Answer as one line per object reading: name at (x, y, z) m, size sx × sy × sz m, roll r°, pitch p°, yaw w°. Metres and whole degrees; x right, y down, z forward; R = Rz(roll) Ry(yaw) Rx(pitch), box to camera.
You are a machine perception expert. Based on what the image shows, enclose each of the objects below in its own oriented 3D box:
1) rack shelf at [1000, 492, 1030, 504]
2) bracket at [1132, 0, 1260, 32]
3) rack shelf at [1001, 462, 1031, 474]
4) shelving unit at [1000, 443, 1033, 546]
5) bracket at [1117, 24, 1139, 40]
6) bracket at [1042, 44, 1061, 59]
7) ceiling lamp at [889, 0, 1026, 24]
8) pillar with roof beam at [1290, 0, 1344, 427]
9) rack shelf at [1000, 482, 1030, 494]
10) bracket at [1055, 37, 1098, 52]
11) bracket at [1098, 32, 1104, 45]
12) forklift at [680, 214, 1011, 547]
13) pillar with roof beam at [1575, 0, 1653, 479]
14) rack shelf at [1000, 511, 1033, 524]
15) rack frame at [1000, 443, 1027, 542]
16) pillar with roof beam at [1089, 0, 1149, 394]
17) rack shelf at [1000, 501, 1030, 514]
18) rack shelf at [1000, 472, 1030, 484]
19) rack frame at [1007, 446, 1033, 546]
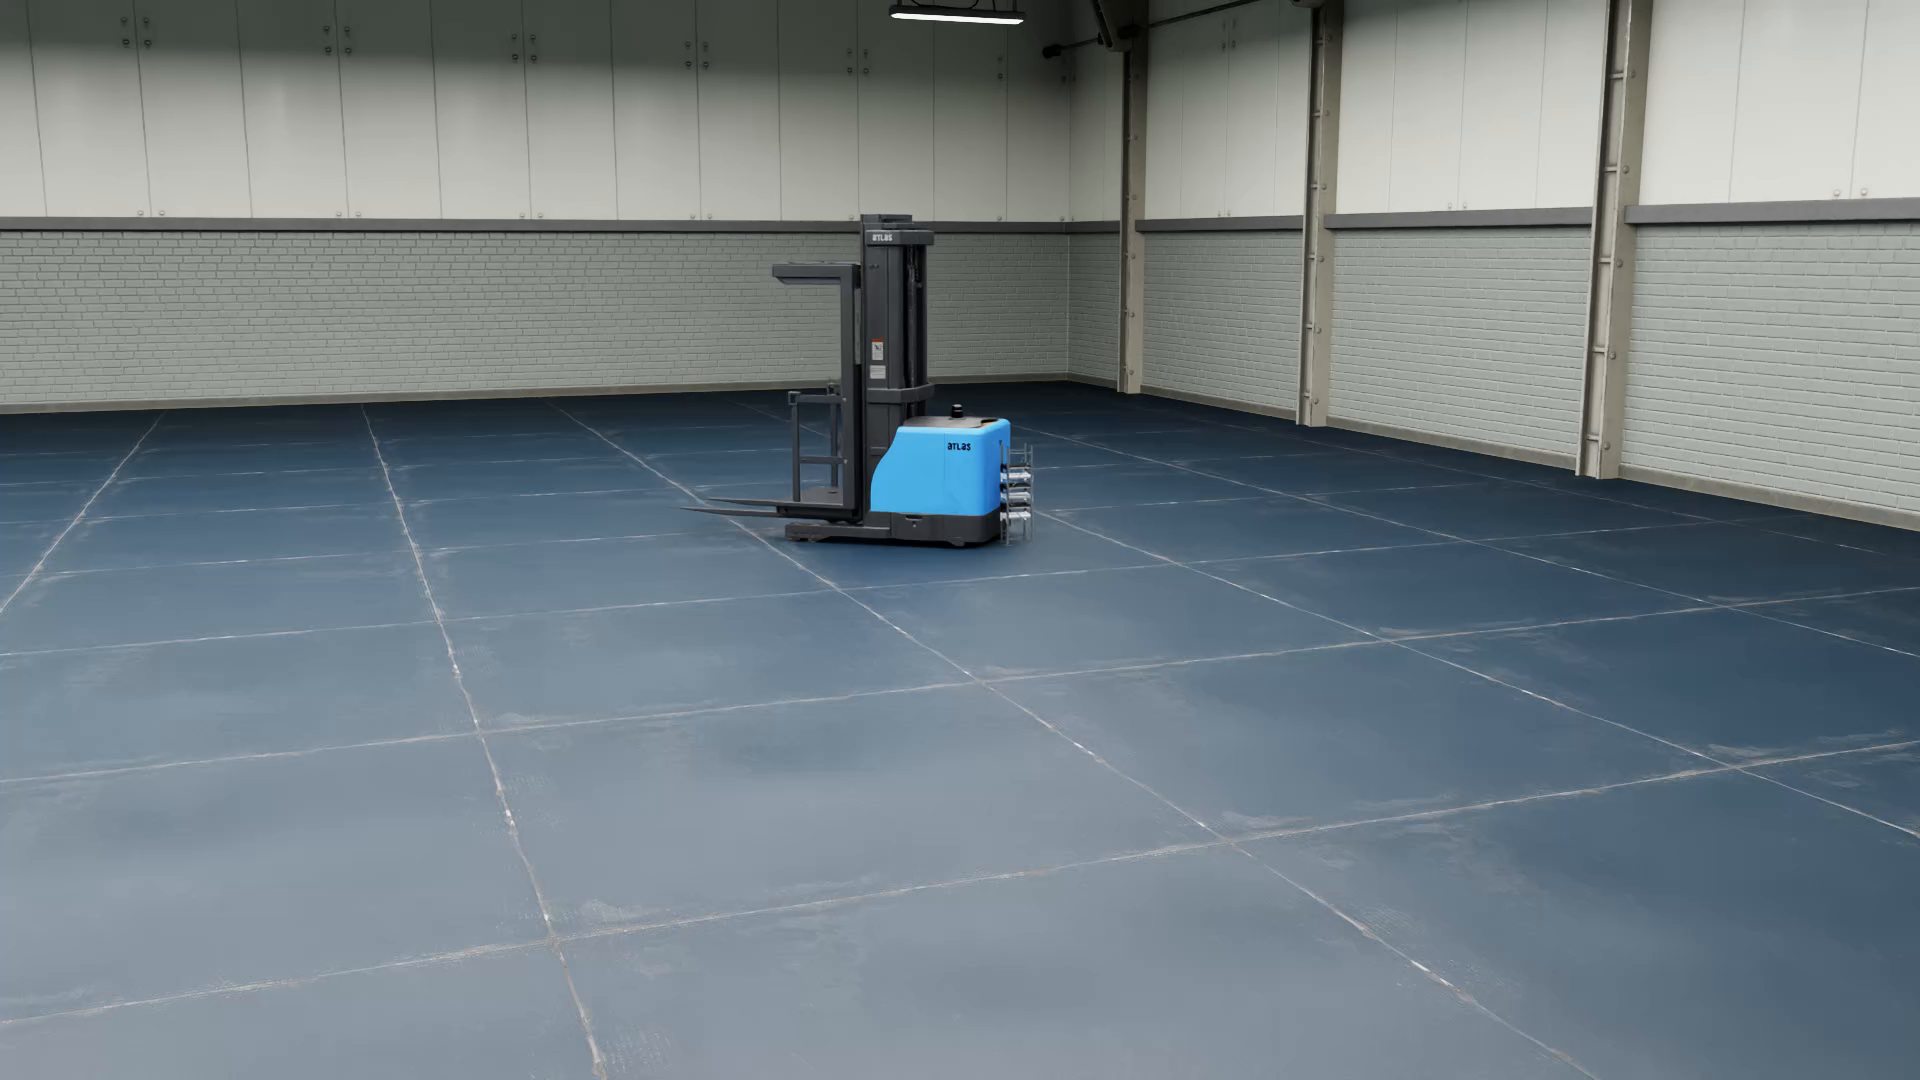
rack shelf at (0.510, -0.379, 15.002) m, size 0.258 × 0.077 × 0.200 m, roll -3°, pitch 10°, yaw -14°
bracket at (3.856, -8.395, 26.472) m, size 0.076 × 0.066 × 4.783 m, roll -4°, pitch 11°, yaw -21°
rack shelf at (0.510, -0.645, 14.955) m, size 0.258 × 0.077 × 0.200 m, roll -3°, pitch 10°, yaw -14°
shelving unit at (0.510, -0.412, 14.996) m, size 0.258 × 0.900 × 0.210 m, roll -3°, pitch 10°, yaw -14°
bracket at (2.922, -8.816, 28.836) m, size 0.235 × 0.232 × 0.430 m, roll -4°, pitch 11°, yaw -21°
bracket at (1.762, -9.338, 31.772) m, size 0.235 × 0.232 × 0.430 m, roll -4°, pitch 11°, yaw -21°
ceiling lamp at (-0.121, -9.062, 23.832) m, size 2.000 × 3.185 × 0.800 m, roll -4°, pitch 11°, yaw -21°
pillar with roof beam at (1.264, -5.881, 22.617) m, size 9.100 × 9.000 × 0.548 m, roll -4°, pitch 11°, yaw -21°
rack shelf at (0.510, -0.468, 14.986) m, size 0.258 × 0.077 × 0.200 m, roll -3°, pitch 10°, yaw -14°
bracket at (1.976, -9.241, 31.230) m, size 0.076 × 0.066 × 3.189 m, roll -4°, pitch 11°, yaw -21°
bracket at (2.621, -8.951, 29.597) m, size 0.235 × 0.232 × 0.430 m, roll -4°, pitch 11°, yaw -21°
forklift at (-1.097, -1.507, 15.353) m, size 3.031 × 2.935 × 1.130 m, roll 3°, pitch 10°, yaw 16°
pillar with roof beam at (3.439, -4.902, 17.111) m, size 9.100 × 9.000 × 0.400 m, roll -4°, pitch 11°, yaw -21°
rack shelf at (0.510, -0.202, 15.033) m, size 0.258 × 0.077 × 0.200 m, roll -3°, pitch 10°, yaw -14°
rack frame at (0.485, -0.429, 15.093) m, size 0.240 × 0.900 × 0.006 m, roll -3°, pitch 10°, yaw -14°
pillar with roof beam at (-0.910, -6.860, 28.123) m, size 9.100 × 9.000 × 0.548 m, roll -4°, pitch 11°, yaw -21°
rack shelf at (0.510, -0.290, 15.018) m, size 0.258 × 0.077 × 0.200 m, roll -3°, pitch 10°, yaw -14°
rack shelf at (0.510, -0.556, 14.970) m, size 0.258 × 0.077 × 0.200 m, roll -3°, pitch 10°, yaw -14°
rack frame at (0.535, -0.395, 14.899) m, size 0.240 × 0.900 × 0.006 m, roll -3°, pitch 10°, yaw -14°
